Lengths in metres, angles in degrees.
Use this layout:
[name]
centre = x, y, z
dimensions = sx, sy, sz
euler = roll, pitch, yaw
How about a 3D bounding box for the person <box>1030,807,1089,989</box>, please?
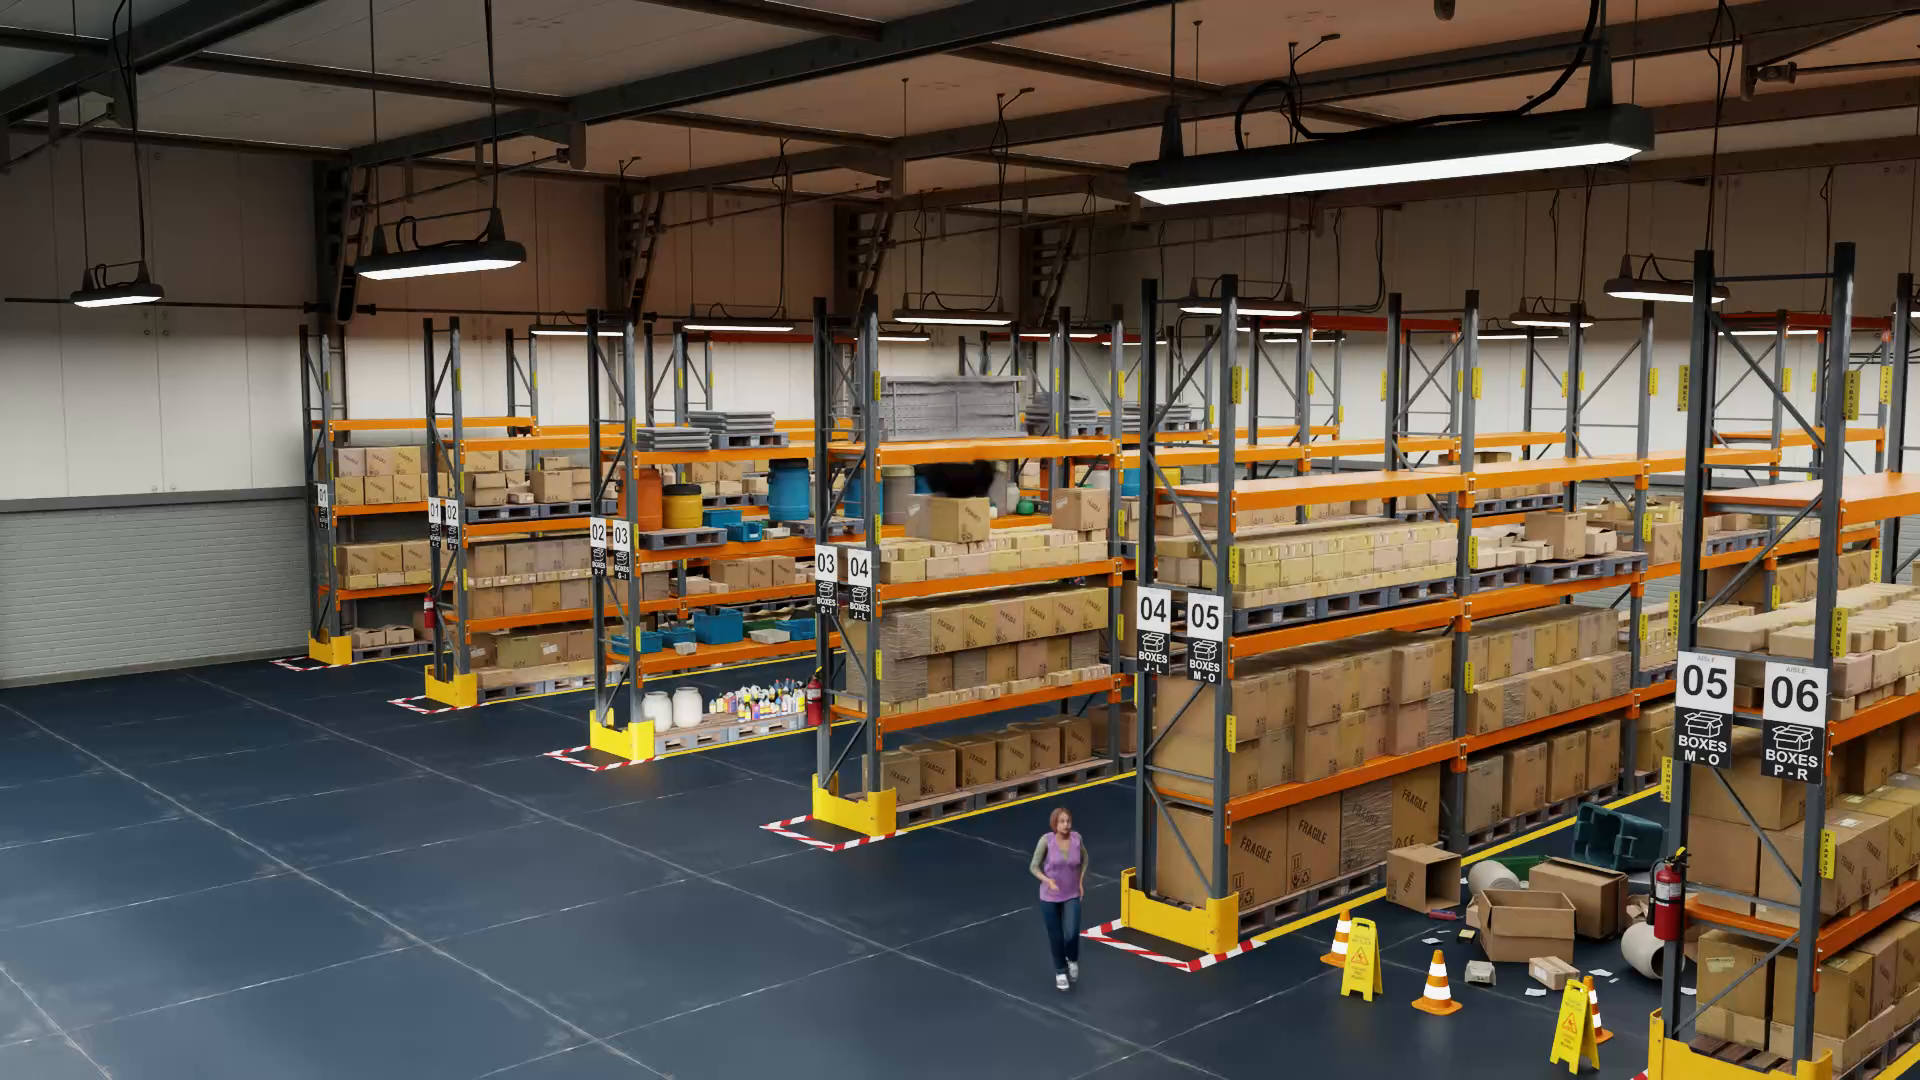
[person]
centre = 0.841, 2.993, 13.823
dimensions = 0.519, 1.566, 0.553
euler = -1, 6, -5
